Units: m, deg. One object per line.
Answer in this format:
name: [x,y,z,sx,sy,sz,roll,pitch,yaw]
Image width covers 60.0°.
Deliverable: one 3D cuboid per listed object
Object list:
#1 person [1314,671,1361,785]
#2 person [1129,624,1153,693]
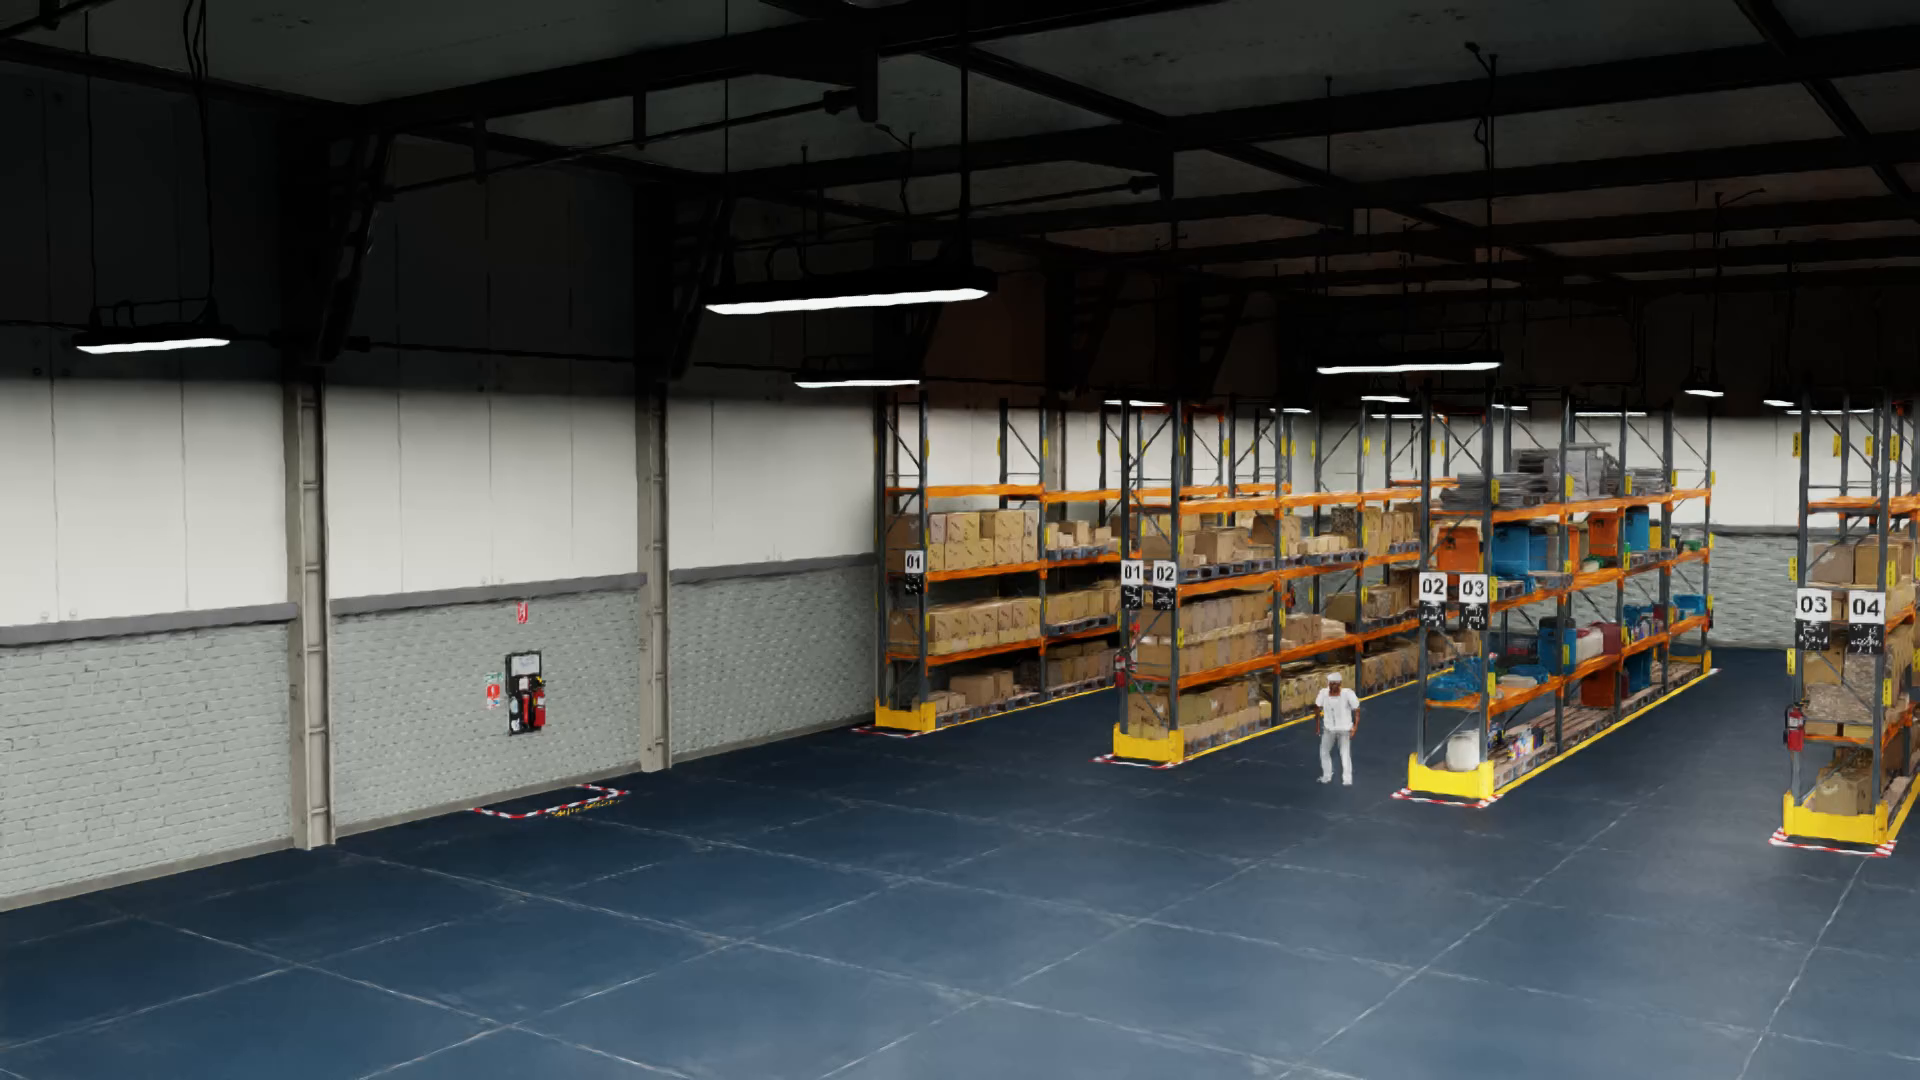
person: [5.572,2.786,24.624,0.719,1.714,0.578,2,4,32]
person: [3.331,2.423,30.831,0.565,1.734,1.043,2,4,33]
